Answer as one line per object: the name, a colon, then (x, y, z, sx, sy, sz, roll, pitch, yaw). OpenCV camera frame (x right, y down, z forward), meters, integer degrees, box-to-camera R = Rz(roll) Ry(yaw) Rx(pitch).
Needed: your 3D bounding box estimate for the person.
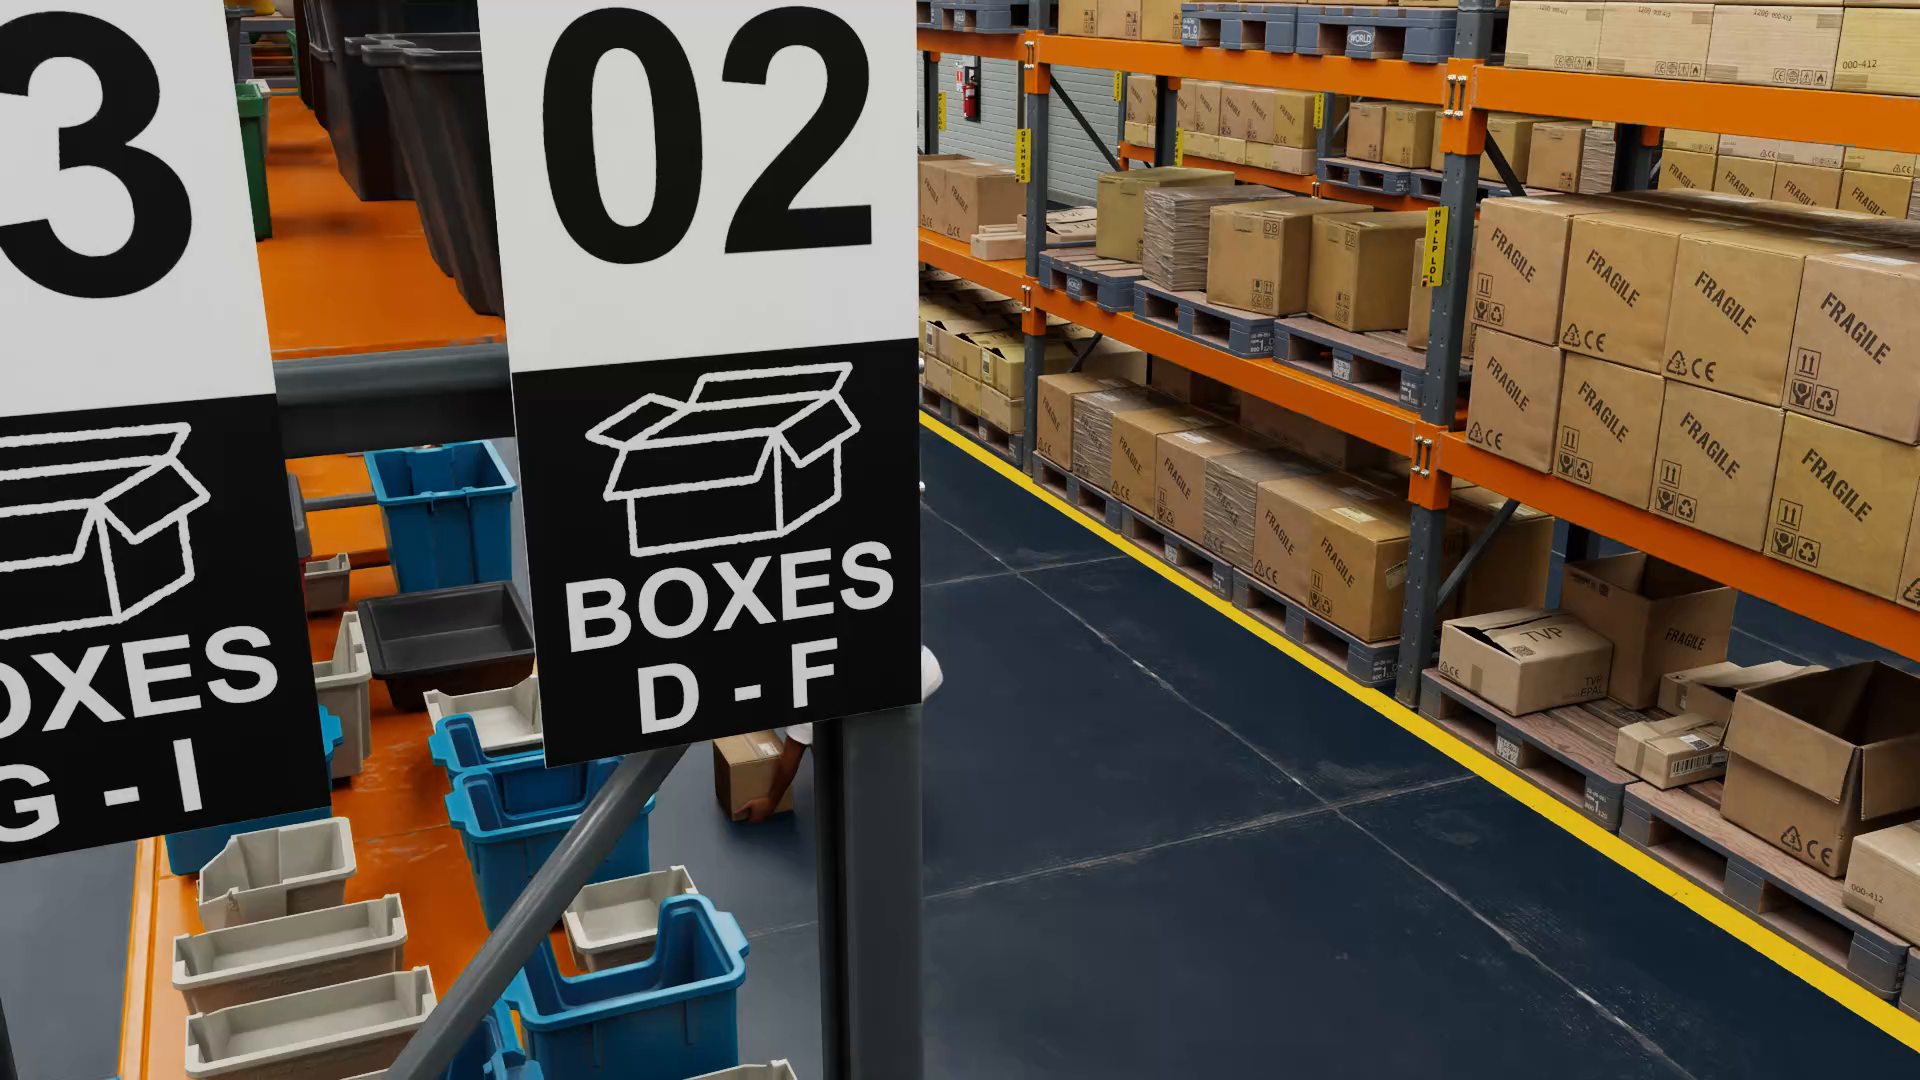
person: (-0.529, 0.674, 6.649, 0.944, 0.860, 0.534, -8, 20, -23)
